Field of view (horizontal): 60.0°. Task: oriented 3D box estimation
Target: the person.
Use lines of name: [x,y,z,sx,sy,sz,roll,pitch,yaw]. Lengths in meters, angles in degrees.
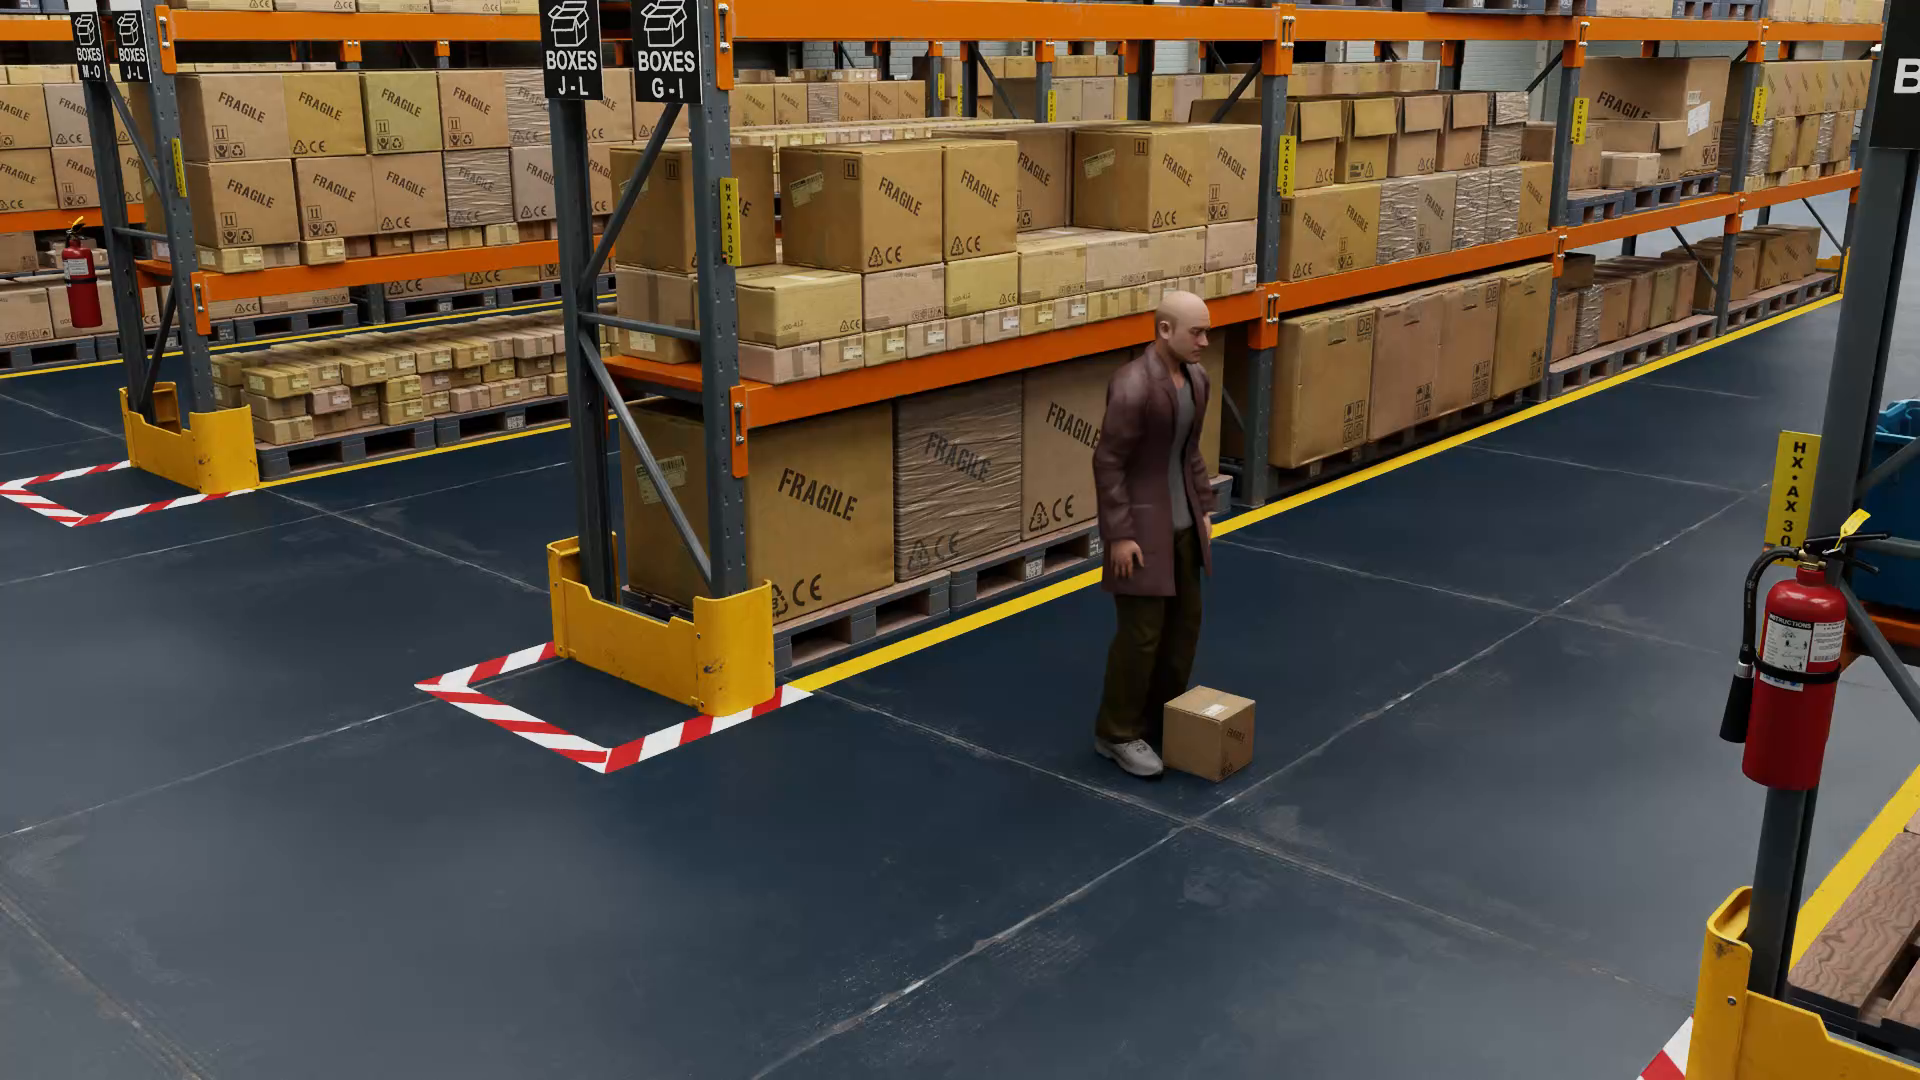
person: [0.744,-0.046,6.220,0.427,1.773,0.640,14,22,39]
